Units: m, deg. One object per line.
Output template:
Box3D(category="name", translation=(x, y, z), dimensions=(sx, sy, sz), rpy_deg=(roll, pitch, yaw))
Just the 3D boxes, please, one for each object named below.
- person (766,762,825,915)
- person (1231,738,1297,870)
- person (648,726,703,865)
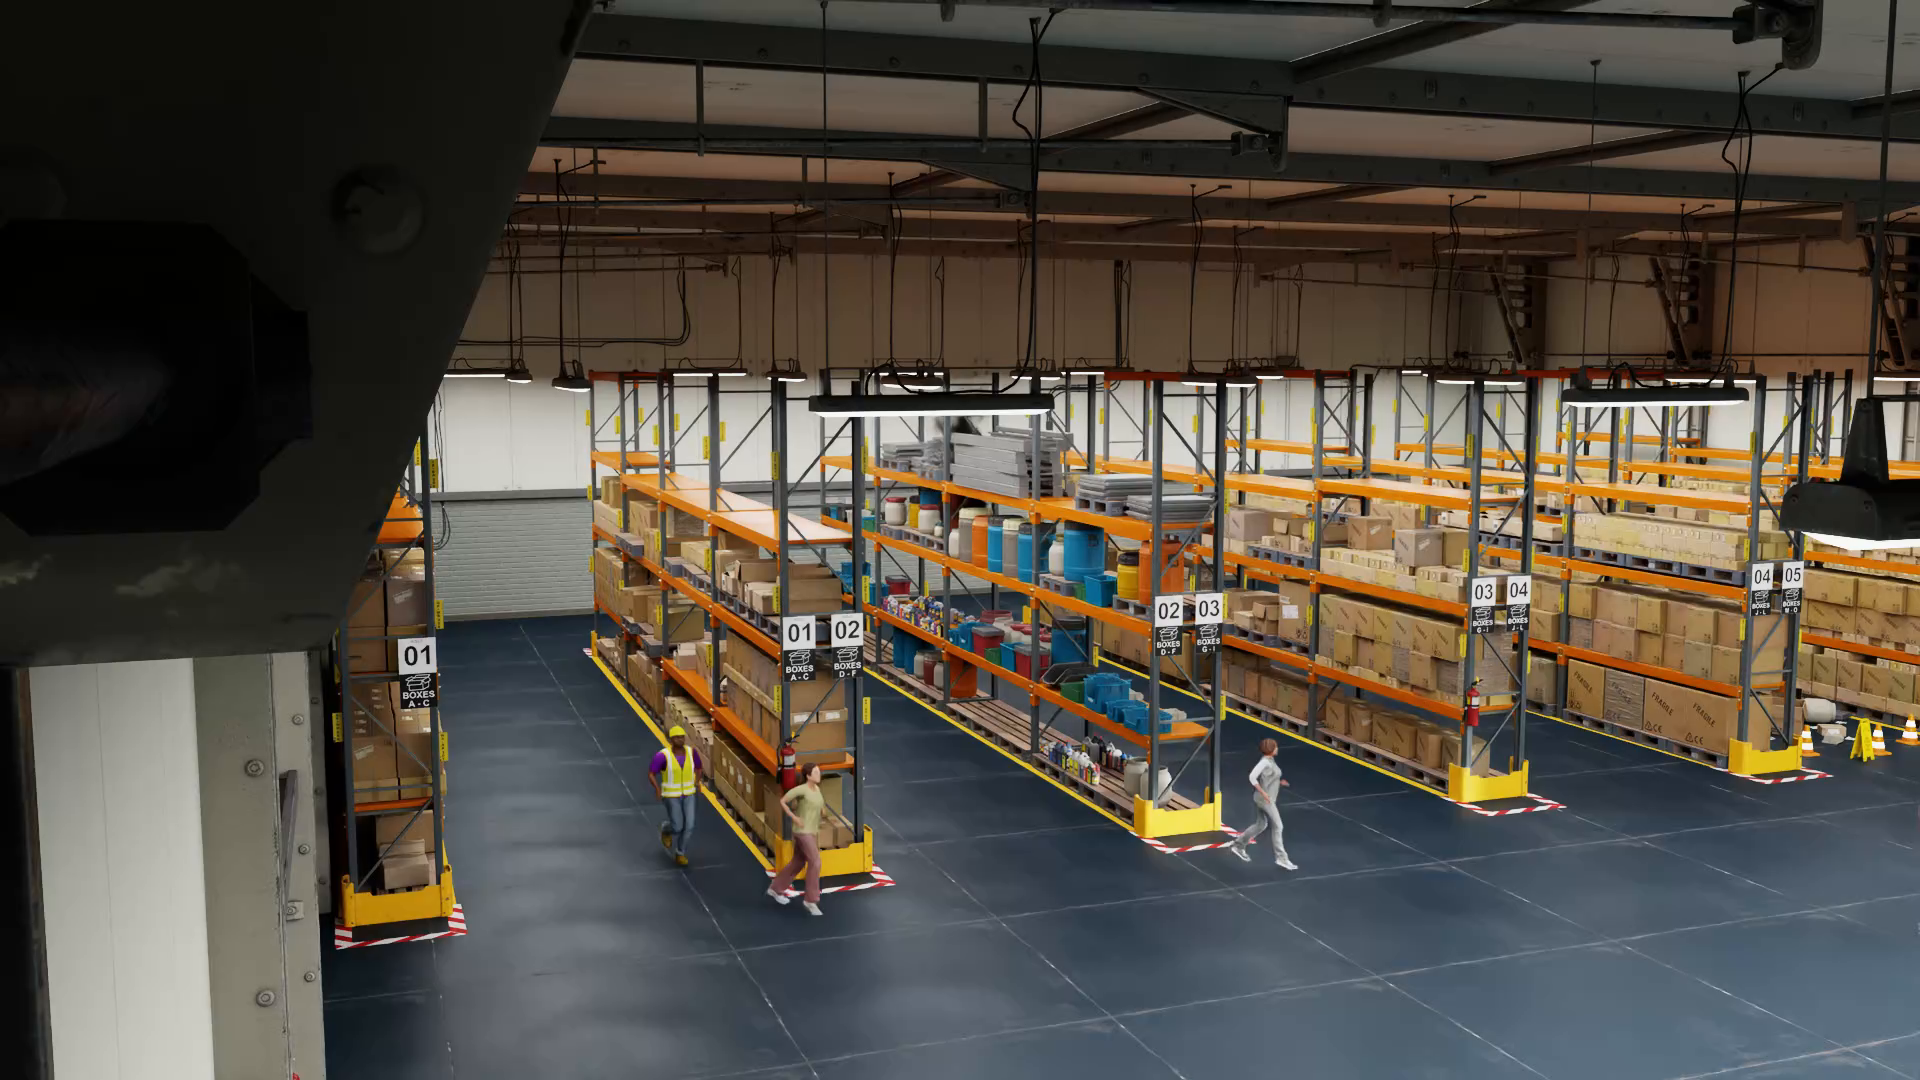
Box3D(category="person", translation=(-1.824, 3.398, 19.121), dimensions=(0.742, 1.720, 0.581), rpy_deg=(2, 7, 18))
Box3D(category="person", translation=(3.769, 3.236, 20.550), dimensions=(0.806, 1.606, 0.557), rpy_deg=(1, 6, 8))
Box3D(category="person", translation=(-3.524, 3.166, 20.777), dimensions=(0.702, 1.721, 0.589), rpy_deg=(-4, 7, -29))
